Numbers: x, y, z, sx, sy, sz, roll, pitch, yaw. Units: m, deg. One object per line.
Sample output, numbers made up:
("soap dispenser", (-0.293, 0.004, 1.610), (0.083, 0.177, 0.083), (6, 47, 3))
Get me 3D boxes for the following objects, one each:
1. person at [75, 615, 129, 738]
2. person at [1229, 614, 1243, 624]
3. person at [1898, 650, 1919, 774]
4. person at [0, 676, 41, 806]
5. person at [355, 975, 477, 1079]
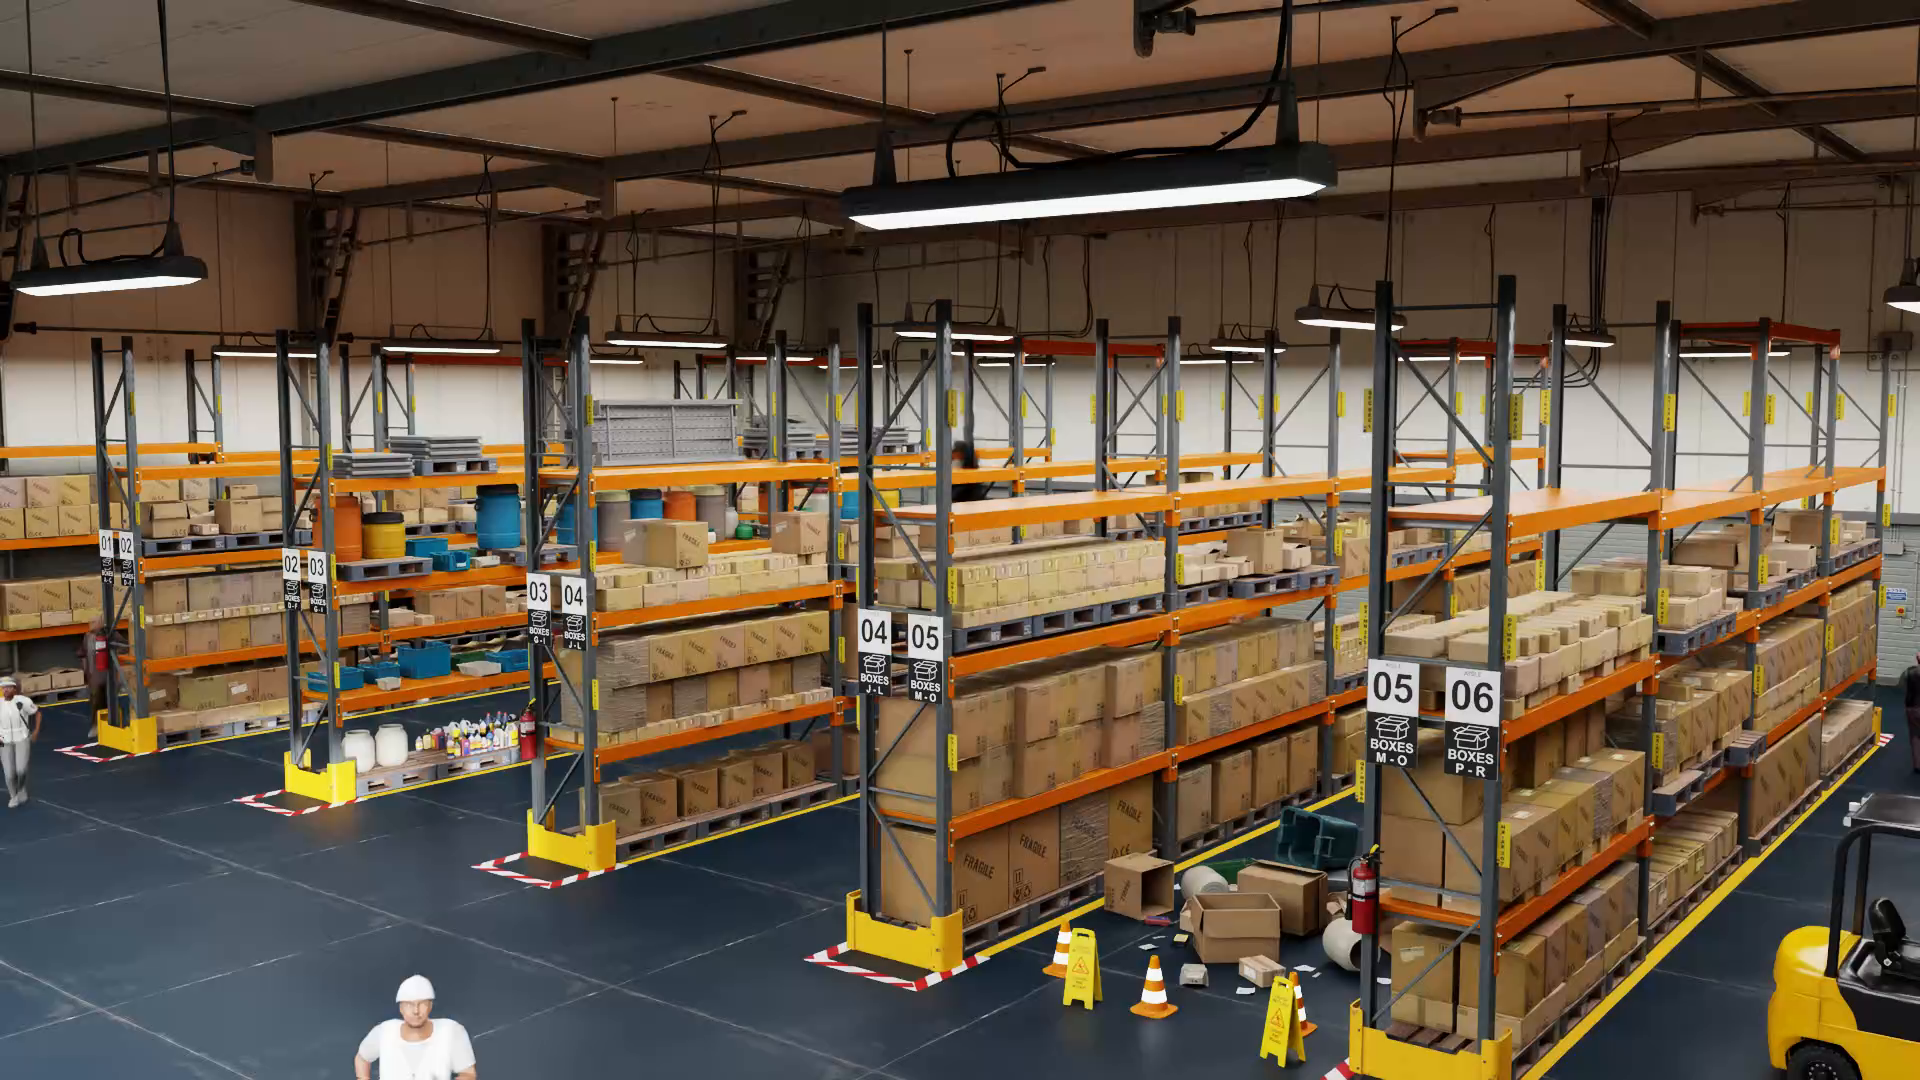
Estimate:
("person", (-13.146, 2.149, 25.473), (0.735, 1.637, 0.854), (2, 5, 21))
("person", (3.986, 1.926, 23.745), (0.679, 1.814, 0.918), (4, 6, 39))
("person", (13.195, 2.326, 22.770), (0.644, 1.699, 0.642), (2, 6, 26))
("person", (-11.854, 2.526, 20.839), (0.590, 1.661, 0.552), (-2, 5, -23))
("person", (-3.142, 3.422, 9.640), (0.667, 1.827, 0.861), (-2, 5, -21))
